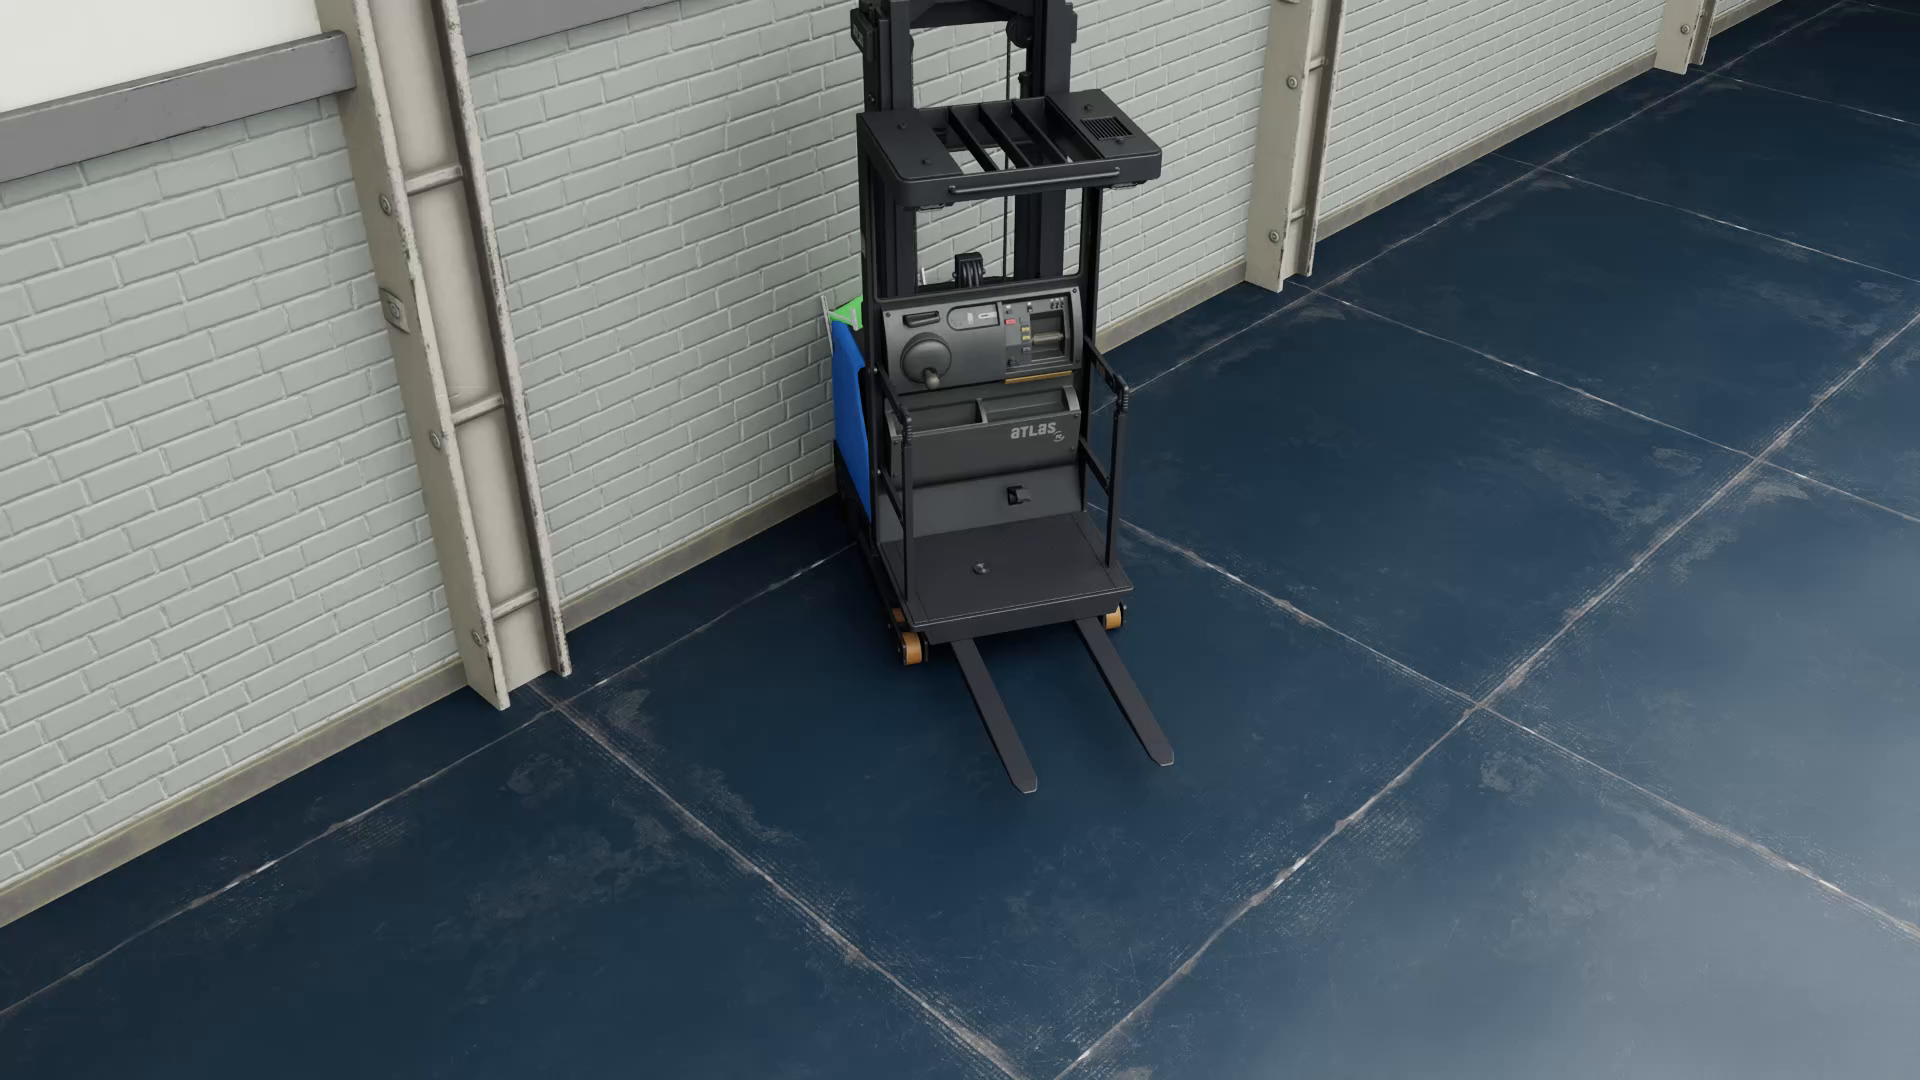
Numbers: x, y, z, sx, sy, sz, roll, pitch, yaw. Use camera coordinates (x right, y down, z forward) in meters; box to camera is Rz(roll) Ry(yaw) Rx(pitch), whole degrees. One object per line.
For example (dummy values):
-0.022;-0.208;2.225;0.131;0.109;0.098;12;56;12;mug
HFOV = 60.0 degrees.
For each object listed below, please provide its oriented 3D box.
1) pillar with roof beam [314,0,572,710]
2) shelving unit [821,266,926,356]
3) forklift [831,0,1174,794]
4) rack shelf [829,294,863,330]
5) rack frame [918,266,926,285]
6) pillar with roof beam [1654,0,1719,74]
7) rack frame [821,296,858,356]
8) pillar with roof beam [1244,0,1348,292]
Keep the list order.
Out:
0.979;-1.315;2.759;9.100;9.000;0.400;30;45;35;pillar with roof beam
-0.377;-0.849;8.857;0.258;1.200;0.503;27;50;37;shelving unit
0.169;-0.859;7.411;1.130;2.935;3.031;-9;36;-13;forklift
-0.426;-1.174;8.601;0.258;0.148;0.480;27;50;37;rack shelf
-0.209;-0.974;8.983;0.240;1.200;0.015;27;50;37;rack frame
9.434;-6.186;9.744;9.100;9.000;0.400;30;45;35;pillar with roof beam
-0.545;-0.725;8.731;0.240;1.200;0.015;27;50;37;rack frame
5.207;-3.750;6.252;9.100;9.000;0.400;30;45;35;pillar with roof beam
